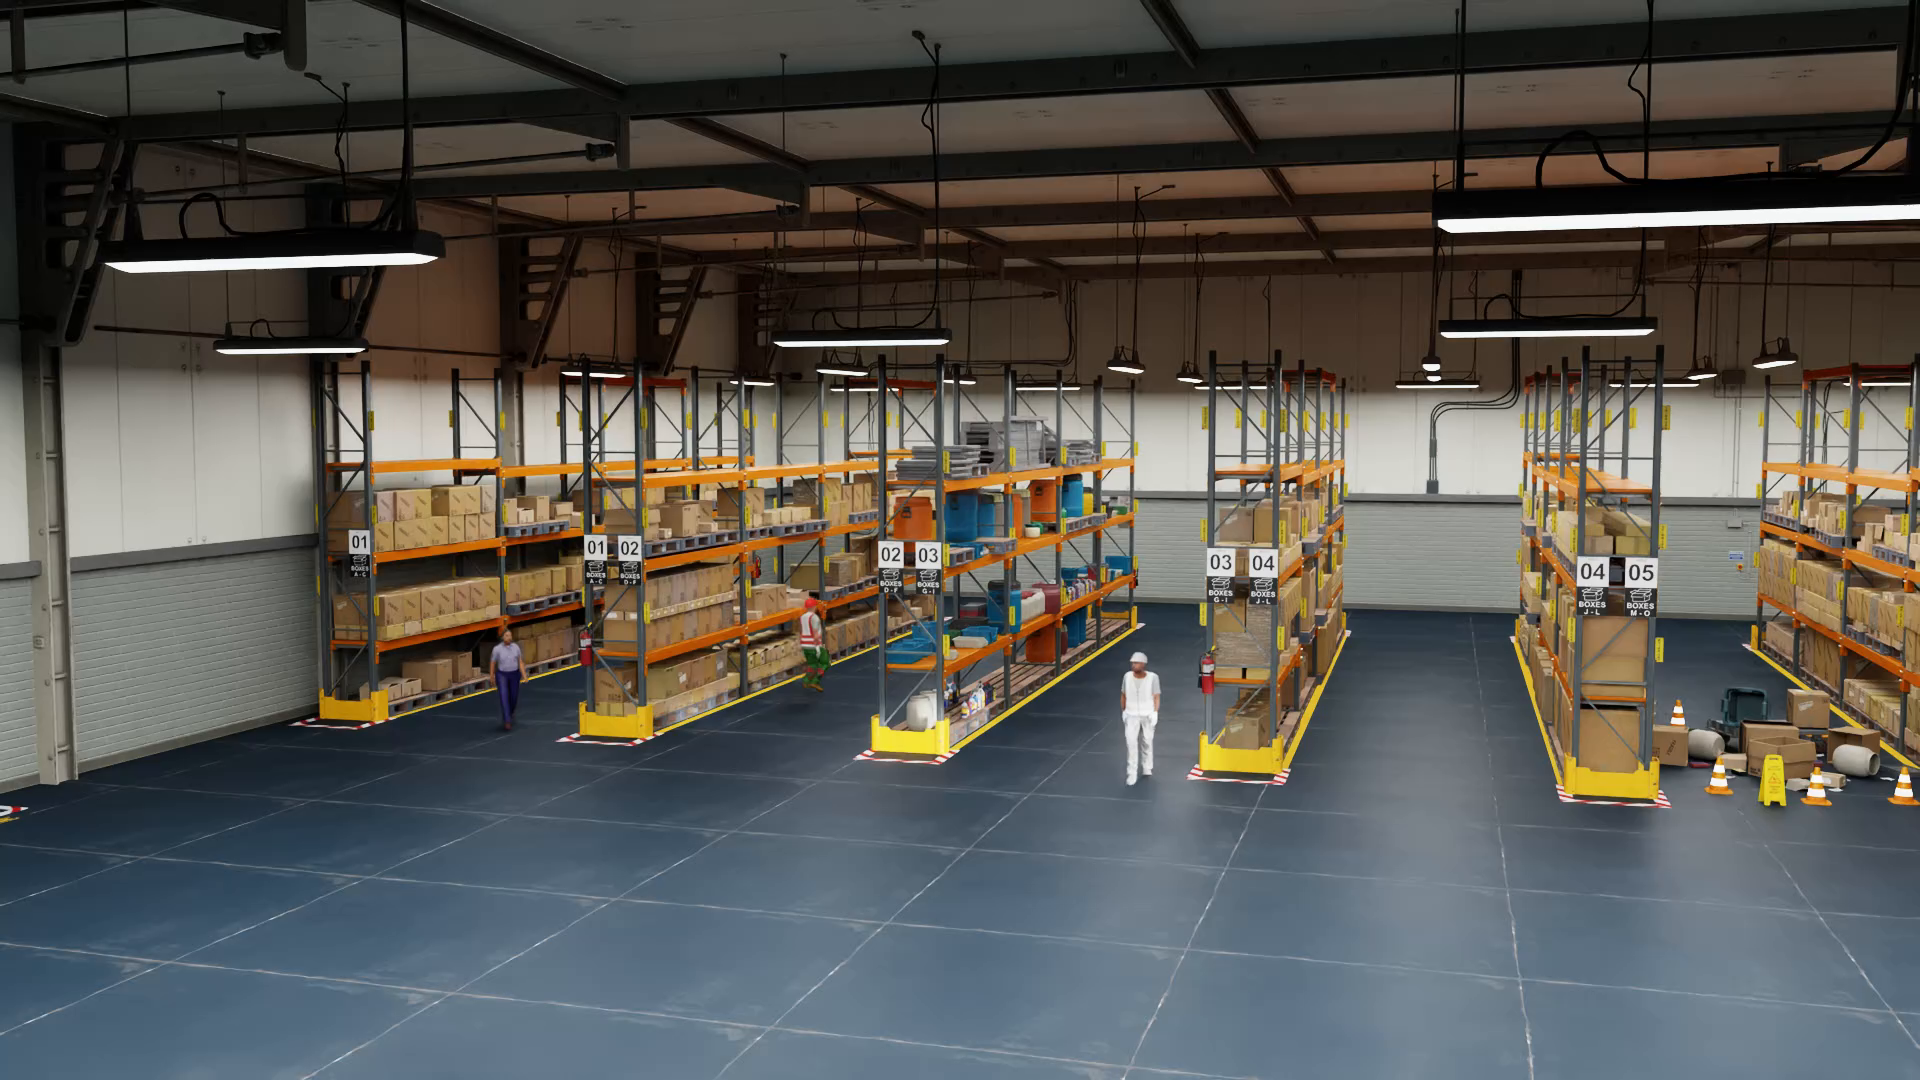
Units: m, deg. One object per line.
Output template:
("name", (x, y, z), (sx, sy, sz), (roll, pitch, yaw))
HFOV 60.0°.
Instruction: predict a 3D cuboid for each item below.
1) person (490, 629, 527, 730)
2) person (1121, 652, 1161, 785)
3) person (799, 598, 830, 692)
("person", (-7.403, 2.291, 27.243), (0.565, 1.498, 1.027), (-2, 4, -24))
("person", (2.499, 2.453, 23.135), (0.572, 1.767, 0.854), (1, 4, 15))
("person", (-2.637, 1.862, 29.537), (0.556, 1.671, 0.527), (2, 5, 30))
